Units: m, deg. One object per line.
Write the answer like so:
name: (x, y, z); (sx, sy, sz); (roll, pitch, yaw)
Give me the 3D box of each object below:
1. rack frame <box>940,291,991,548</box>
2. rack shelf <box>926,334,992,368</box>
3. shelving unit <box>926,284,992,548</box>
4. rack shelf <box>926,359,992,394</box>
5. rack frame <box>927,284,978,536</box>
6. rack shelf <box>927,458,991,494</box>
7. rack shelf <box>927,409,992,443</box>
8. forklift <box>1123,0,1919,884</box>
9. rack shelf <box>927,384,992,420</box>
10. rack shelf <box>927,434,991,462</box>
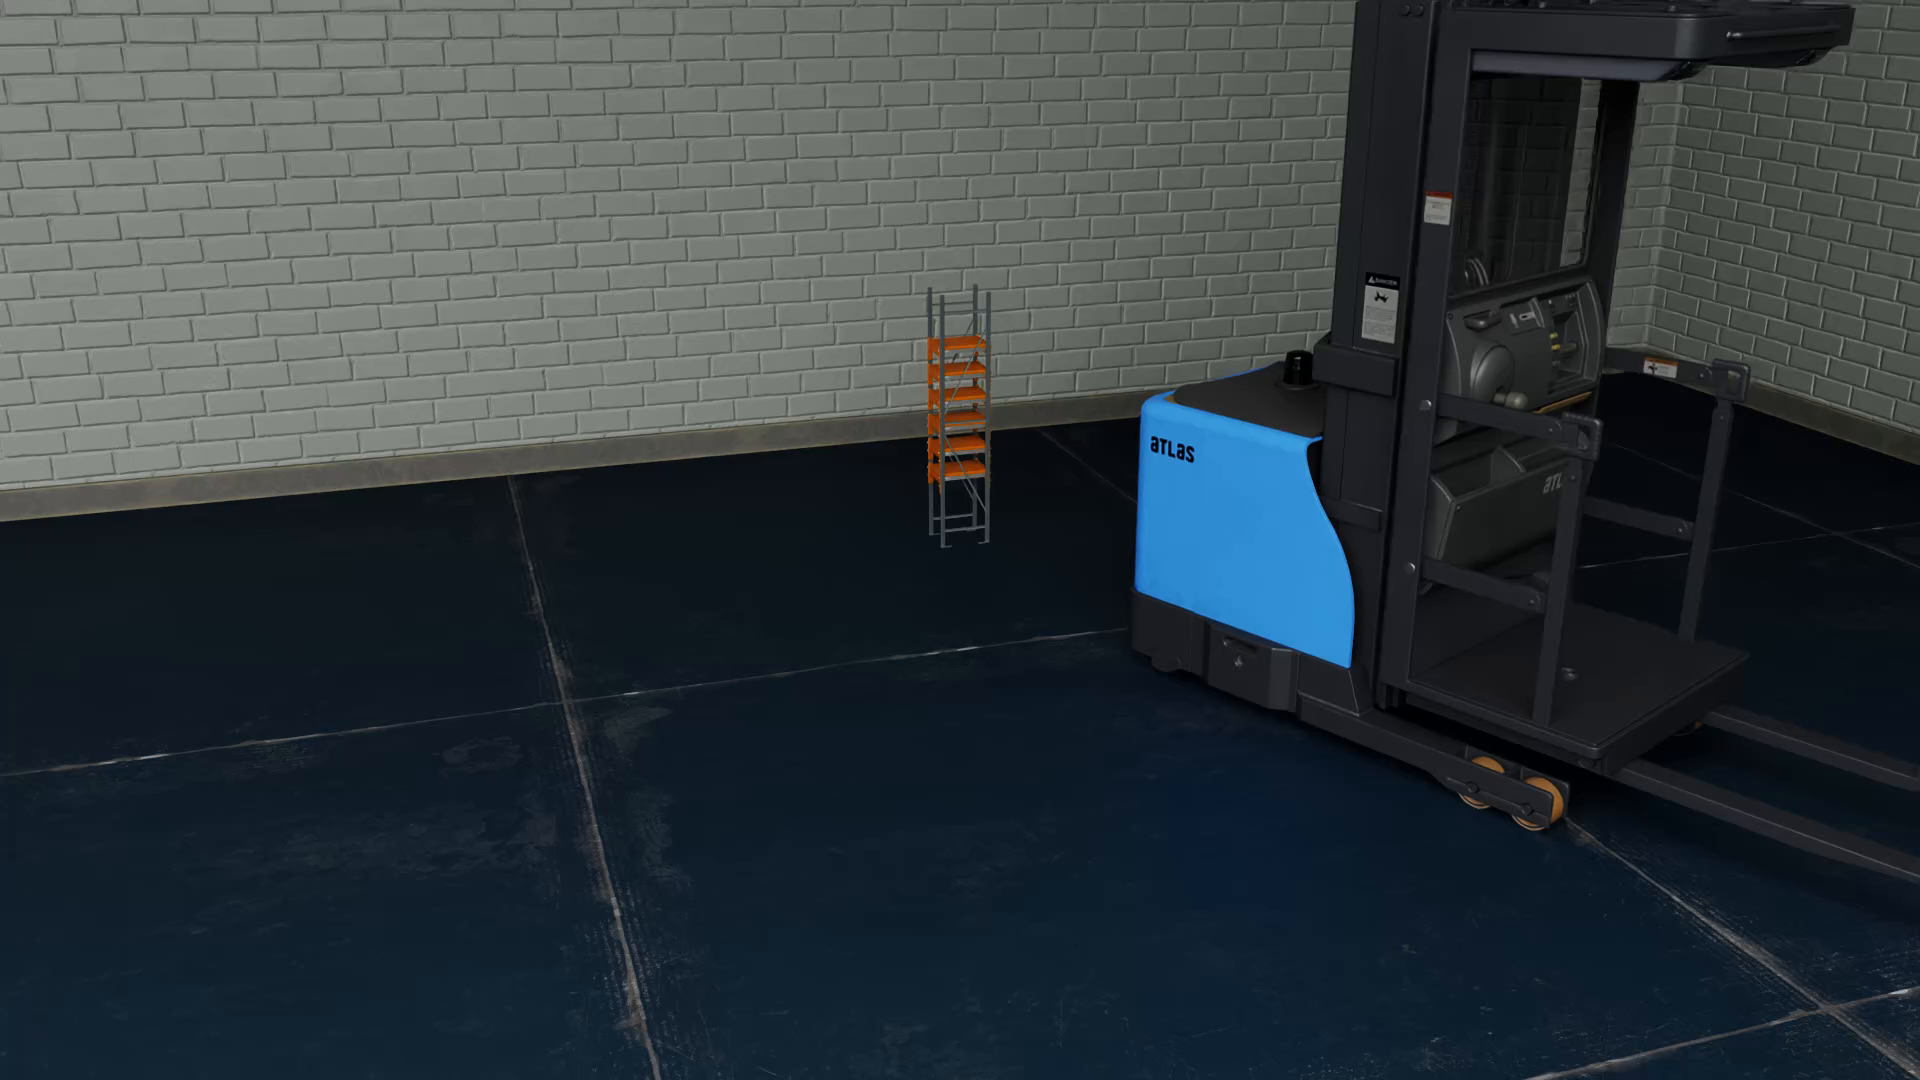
rack frame: (0.024, -0.540, 7.645); (0.240, 1.200, 0.006); (-6, 21, -17)
rack shelf: (-0.005, -0.866, 7.620); (0.258, 0.103, 0.180); (-6, 21, -17)
shelving unit: (-0.005, -0.569, 7.727); (0.258, 1.200, 0.189); (-6, 21, -17)
rack shelf: (-0.005, -0.753, 7.660); (0.258, 0.103, 0.180); (-6, 21, -17)
rack frame: (-0.033, -0.599, 7.808); (0.240, 1.200, 0.006); (-6, 21, -17)
rack shelf: (-0.005, -0.302, 7.823); (0.258, 0.103, 0.180); (-6, 21, -17)
rack shelf: (-0.005, -0.528, 7.742); (0.258, 0.103, 0.180); (-6, 21, -17)
forklift: (2.009, -0.650, 5.391); (1.130, 2.935, 3.031); (-17, 26, -39)
rack shelf: (-0.005, -0.640, 7.701); (0.258, 0.103, 0.180); (-6, 21, -17)
rack shelf: (-0.005, -0.415, 7.782); (0.258, 0.103, 0.180); (-6, 21, -17)
